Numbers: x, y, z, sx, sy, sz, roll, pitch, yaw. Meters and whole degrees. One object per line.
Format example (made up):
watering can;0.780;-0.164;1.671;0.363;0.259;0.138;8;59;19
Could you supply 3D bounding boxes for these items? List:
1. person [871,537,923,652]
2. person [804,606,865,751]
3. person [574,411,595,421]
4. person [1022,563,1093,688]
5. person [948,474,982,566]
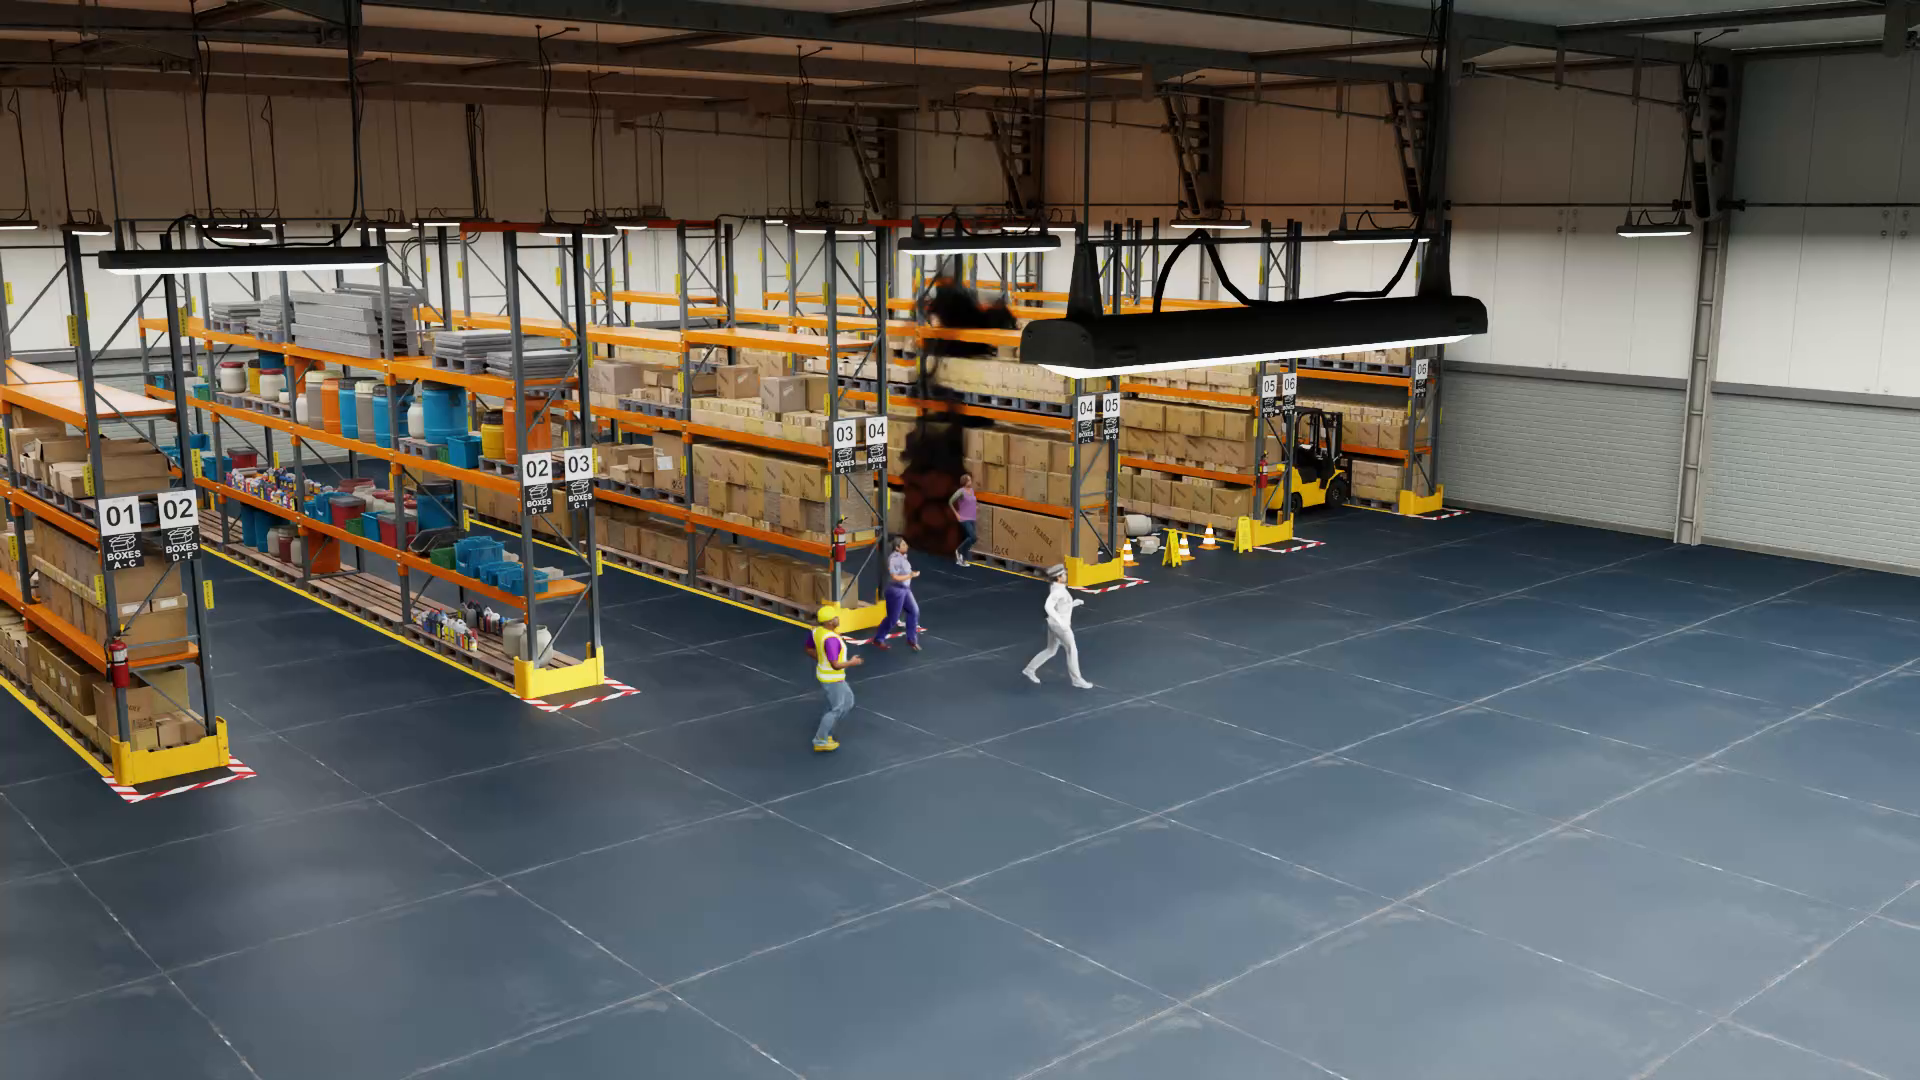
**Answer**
person;-0.907;0.818;23.764;0.715;1.694;0.607;2;12;11
person;-1.450;1.613;19.463;0.626;1.750;0.680;-3;12;-16
person;-9.311;-2.643;40.594;0.770;1.804;0.755;8;14;34
person;1.304;1.129;21.881;0.919;1.684;0.610;-2;12;-10
person;0.138;-0.319;28.025;0.550;1.581;0.522;9;14;37
